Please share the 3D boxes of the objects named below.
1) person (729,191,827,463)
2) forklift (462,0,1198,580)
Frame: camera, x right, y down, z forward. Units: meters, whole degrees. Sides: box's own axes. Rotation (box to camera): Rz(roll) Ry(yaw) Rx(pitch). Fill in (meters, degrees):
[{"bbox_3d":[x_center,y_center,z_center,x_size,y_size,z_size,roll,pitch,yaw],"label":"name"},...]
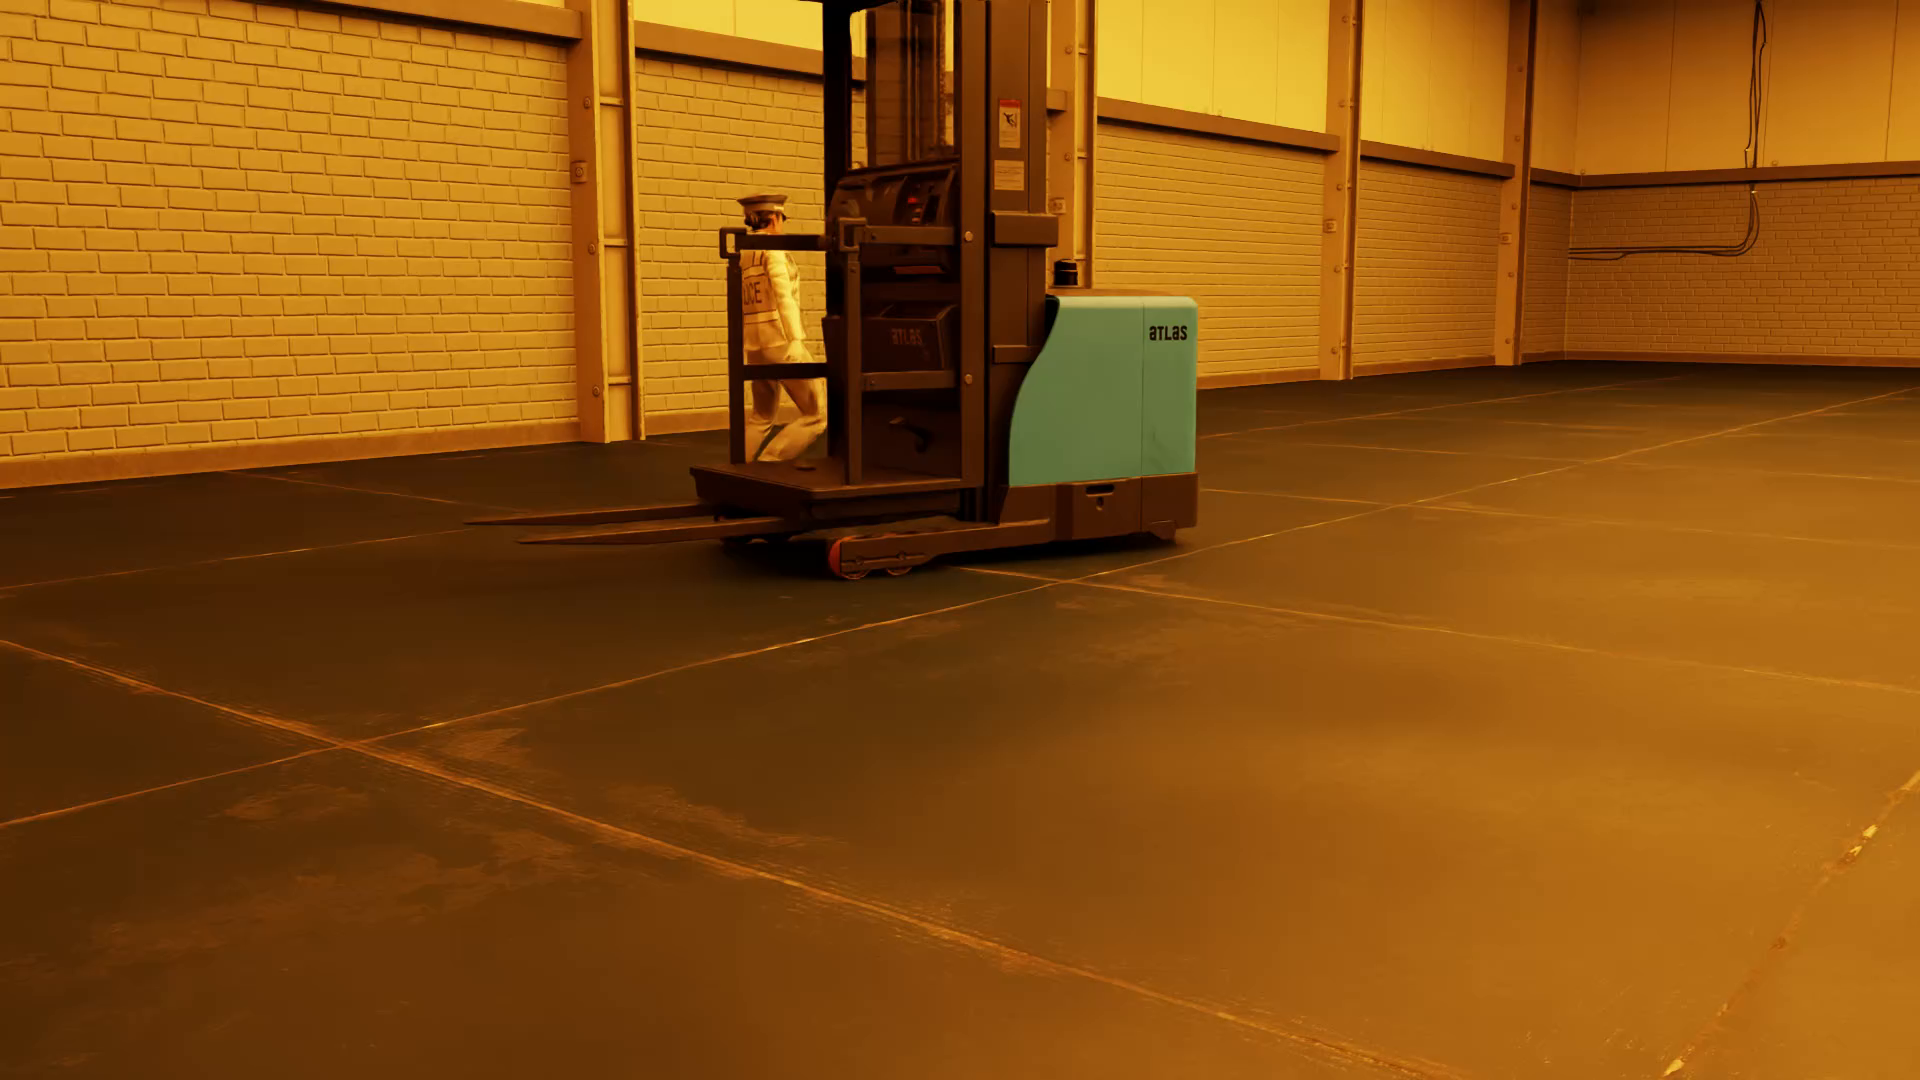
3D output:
[{"bbox_3d":[-0.970,-0.985,8.502,0.460,1.573,0.817,-5,10,-32],"label":"person"},{"bbox_3d":[-0.462,-1.383,6.734,3.031,2.935,1.130,-6,10,-33],"label":"forklift"}]
